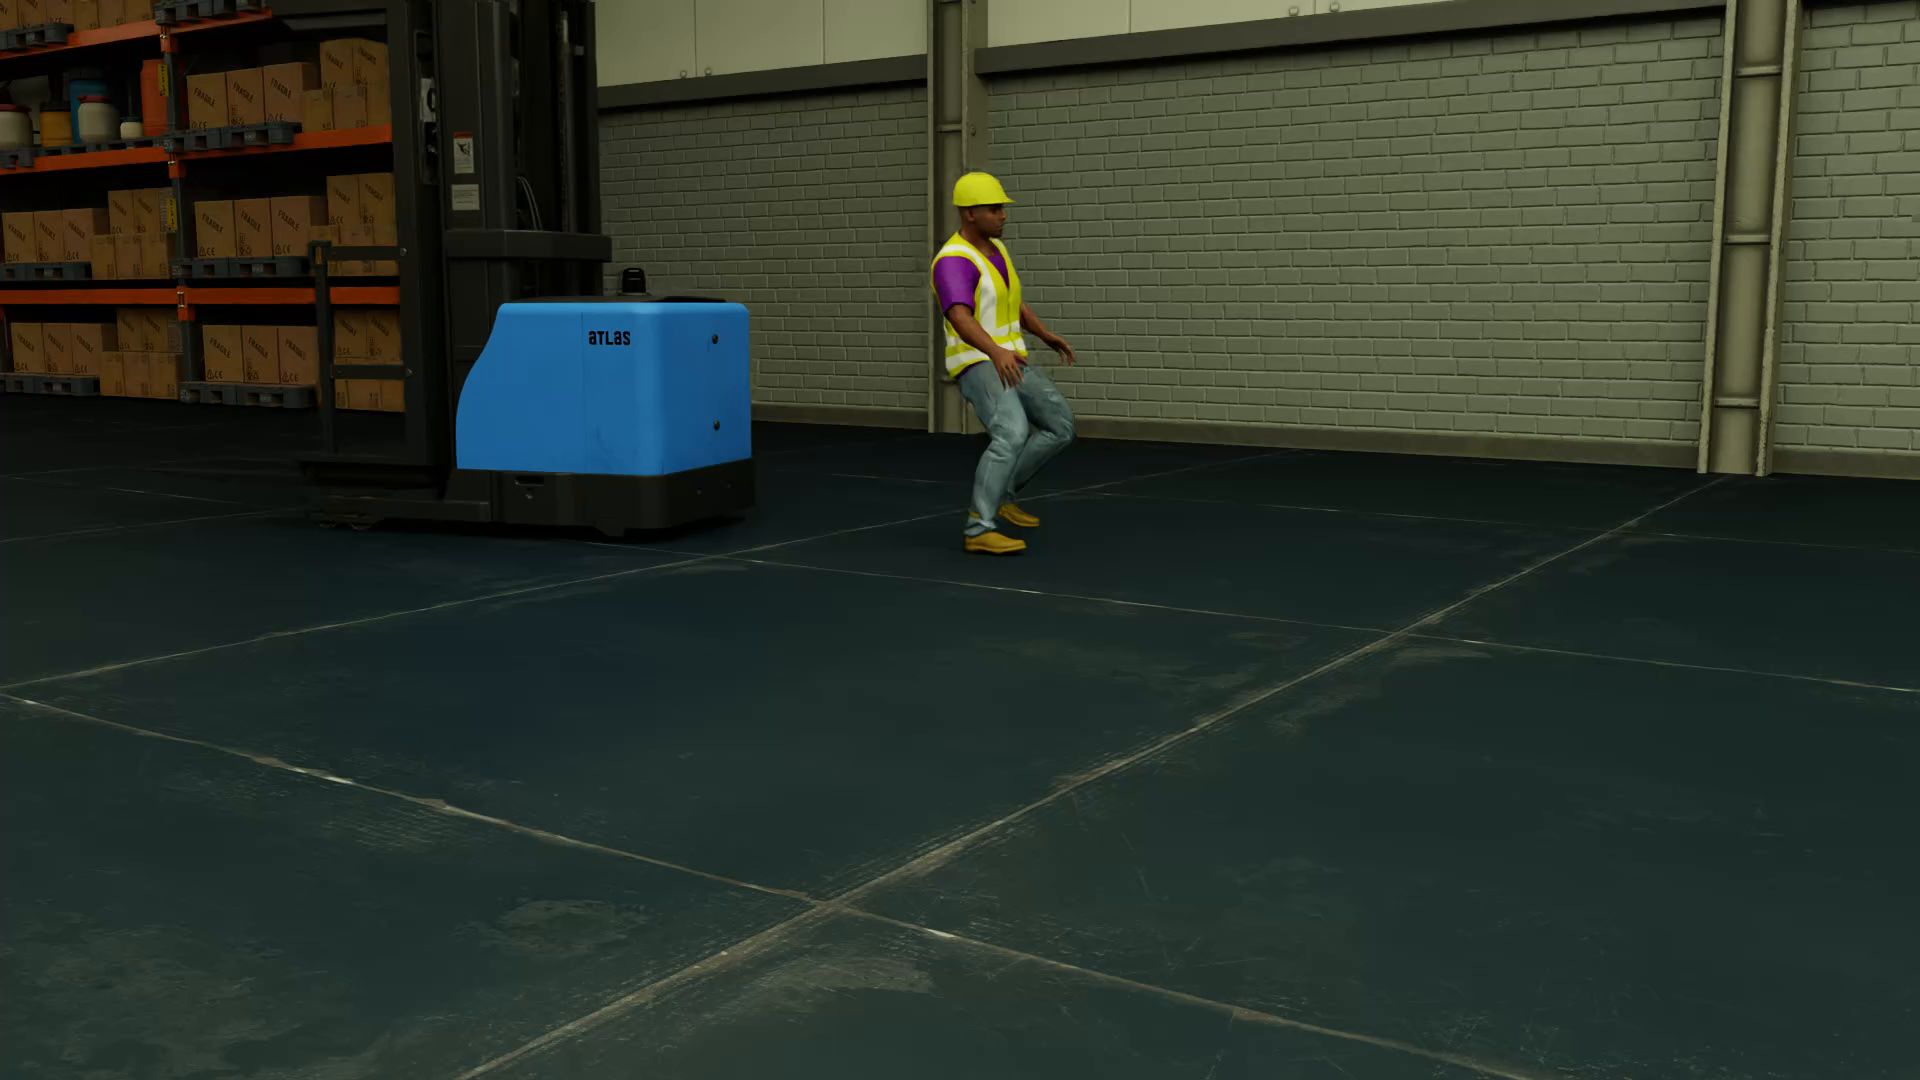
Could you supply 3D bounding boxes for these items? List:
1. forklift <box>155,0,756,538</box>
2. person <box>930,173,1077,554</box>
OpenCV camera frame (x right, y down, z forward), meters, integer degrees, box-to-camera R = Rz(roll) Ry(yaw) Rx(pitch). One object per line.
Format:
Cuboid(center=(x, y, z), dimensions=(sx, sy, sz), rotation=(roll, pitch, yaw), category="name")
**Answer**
Cuboid(center=(-2.596, -1.562, 8.178), dimensions=(3.031, 2.935, 1.130), rotation=(3, 9, 19), category="forklift")
Cuboid(center=(0.189, -0.798, 7.408), dimensions=(0.614, 1.644, 0.860), rotation=(4, 9, 28), category="person")
